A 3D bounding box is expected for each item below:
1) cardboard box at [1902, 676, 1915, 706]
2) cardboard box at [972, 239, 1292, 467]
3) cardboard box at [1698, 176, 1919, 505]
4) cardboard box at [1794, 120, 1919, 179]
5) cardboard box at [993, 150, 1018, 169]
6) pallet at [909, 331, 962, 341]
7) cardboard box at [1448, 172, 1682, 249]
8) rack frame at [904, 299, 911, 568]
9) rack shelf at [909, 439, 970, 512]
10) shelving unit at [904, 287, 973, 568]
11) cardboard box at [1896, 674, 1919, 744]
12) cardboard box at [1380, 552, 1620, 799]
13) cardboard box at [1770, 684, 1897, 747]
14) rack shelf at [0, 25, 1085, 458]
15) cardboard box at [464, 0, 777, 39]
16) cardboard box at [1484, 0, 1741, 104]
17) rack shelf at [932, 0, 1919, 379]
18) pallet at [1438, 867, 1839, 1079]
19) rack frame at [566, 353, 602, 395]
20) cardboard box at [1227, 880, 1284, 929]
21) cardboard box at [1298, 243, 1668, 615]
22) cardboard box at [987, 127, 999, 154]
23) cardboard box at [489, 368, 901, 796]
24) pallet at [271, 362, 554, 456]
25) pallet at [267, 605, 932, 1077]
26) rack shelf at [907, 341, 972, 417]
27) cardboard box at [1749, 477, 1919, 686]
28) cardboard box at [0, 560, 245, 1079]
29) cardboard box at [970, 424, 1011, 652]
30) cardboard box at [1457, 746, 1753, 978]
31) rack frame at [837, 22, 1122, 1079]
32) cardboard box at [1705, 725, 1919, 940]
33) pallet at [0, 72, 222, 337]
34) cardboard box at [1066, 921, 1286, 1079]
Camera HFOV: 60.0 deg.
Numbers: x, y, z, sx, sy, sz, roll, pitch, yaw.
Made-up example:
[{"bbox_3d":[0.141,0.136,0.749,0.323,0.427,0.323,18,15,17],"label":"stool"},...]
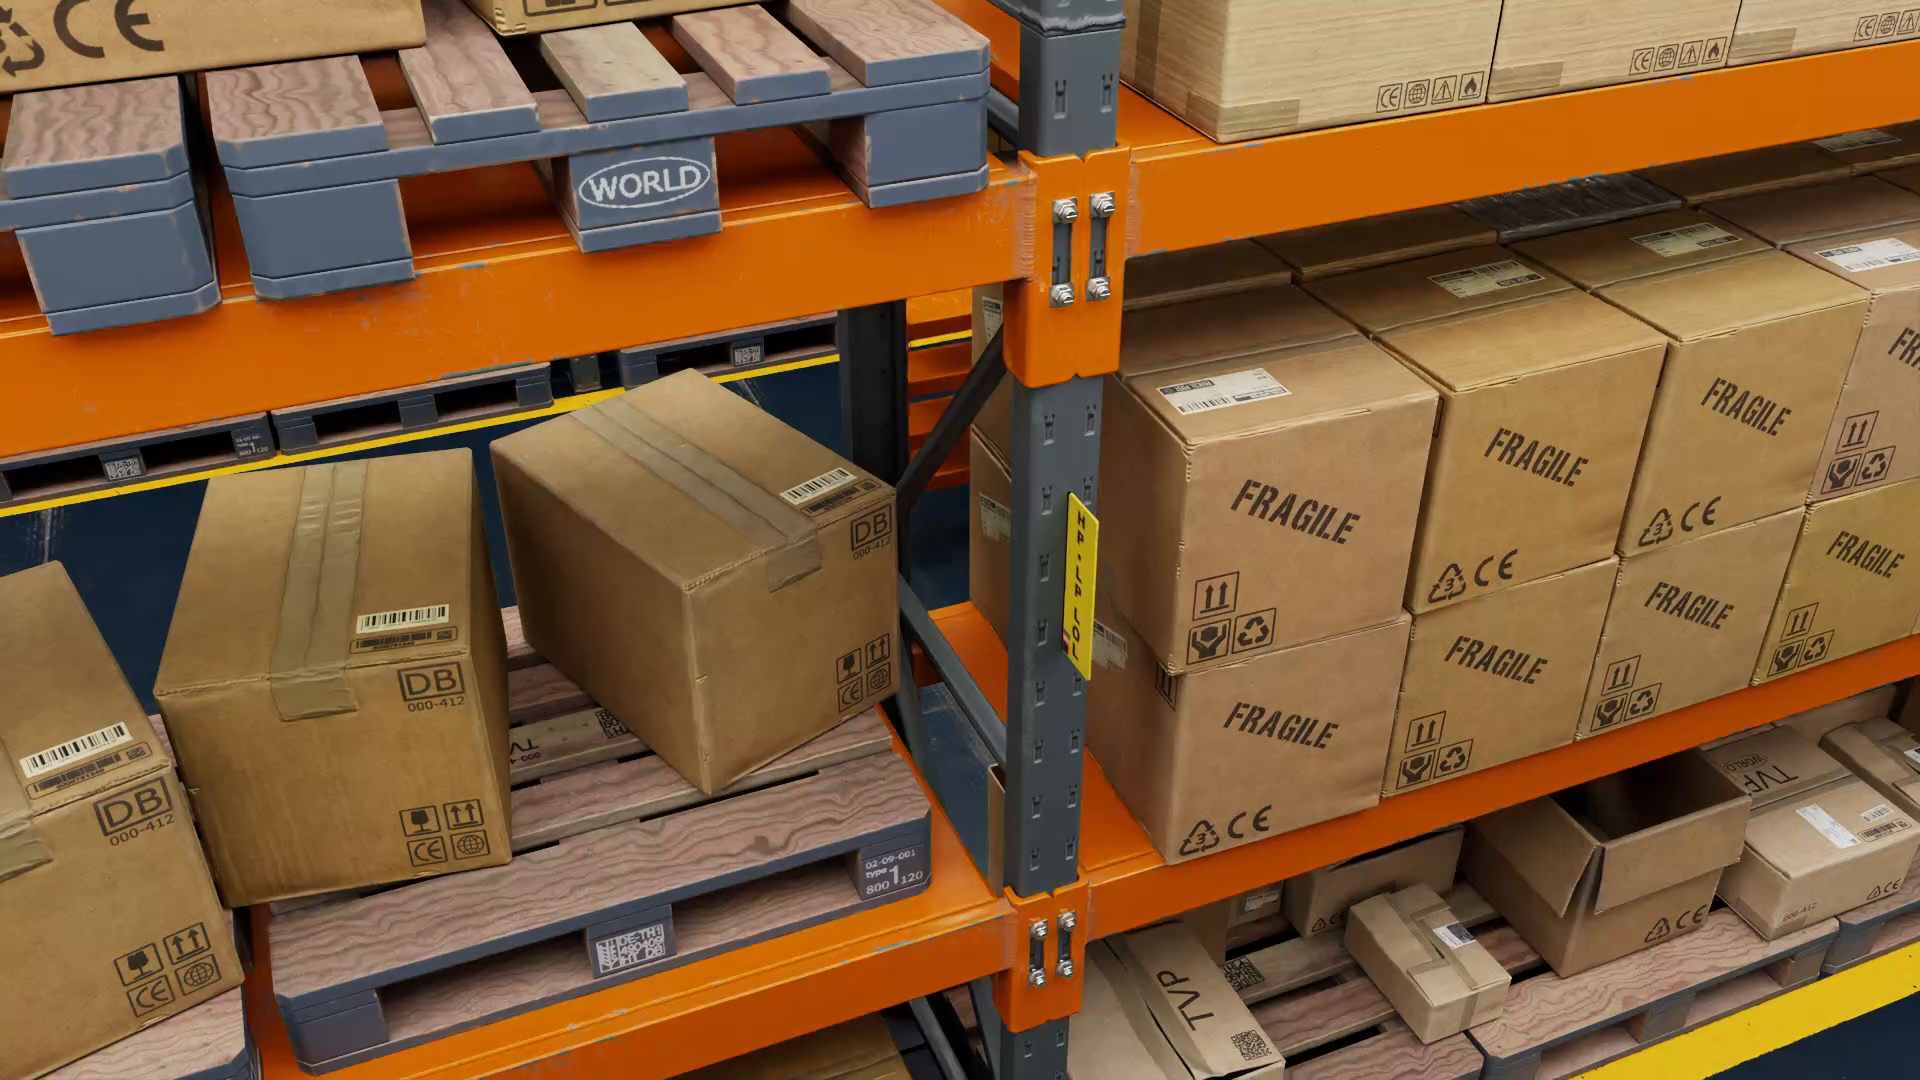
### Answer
[{"bbox_3d":[3.153,0.371,5.640,0.250,0.149,0.380,-13,35,-19],"label":"cardboard box"},{"bbox_3d":[0.351,-0.409,3.619,0.500,0.500,0.500,-13,35,-19],"label":"cardboard box"},{"bbox_3d":[1.953,-0.457,3.693,0.500,0.500,0.500,-12,35,-17],"label":"cardboard box"},{"bbox_3d":[2.219,-0.838,4.279,0.500,0.500,0.500,-12,35,-18],"label":"cardboard box"},{"bbox_3d":[0.220,-1.764,8.617,0.500,0.500,0.700,-14,36,-20],"label":"cardboard box"},{"bbox_3d":[-0.079,-1.413,8.728,1.213,0.211,1.003,-13,35,-19],"label":"pallet"},{"bbox_3d":[1.287,-0.625,3.951,0.500,0.500,0.500,-13,35,-19],"label":"cardboard box"},{"bbox_3d":[-0.244,-0.453,6.346,0.015,1.200,0.240,-12,35,-18],"label":"rack frame"},{"bbox_3d":[-0.017,-0.279,6.567,0.480,0.148,0.258,-12,35,-18],"label":"rack shelf"},{"bbox_3d":[-0.017,-0.502,6.422,0.503,1.200,0.258,-12,35,-18],"label":"shelving unit"},{"bbox_3d":[3.267,0.547,5.048,0.500,0.500,0.500,-13,35,-19],"label":"cardboard box"},{"bbox_3d":[1.031,0.167,3.651,0.500,0.500,0.500,-12,35,-18],"label":"cardboard box"},{"bbox_3d":[2.600,0.490,5.364,0.500,0.250,0.500,-13,35,-19],"label":"cardboard box"},{"bbox_3d":[-1.860,-0.244,2.284,4.000,0.370,1.077,-13,35,-19],"label":"rack shelf"},{"bbox_3d":[-0.508,-1.159,2.462,0.600,0.600,0.600,-16,36,-23],"label":"cardboard box"},{"bbox_3d":[0.991,-0.987,2.904,0.500,0.250,0.500,-13,35,-19],"label":"cardboard box"},{"bbox_3d":[1.829,-1.089,3.582,4.000,0.370,1.077,-13,35,-19],"label":"rack shelf"},{"bbox_3d":[1.745,1.054,4.937,1.213,0.211,1.003,-13,35,-19],"label":"pallet"},{"bbox_3d":[-1.937,-2.201,7.382,0.127,3.000,1.000,-13,35,-19],"label":"rack frame"},{"bbox_3d":[0.723,0.927,4.785,0.250,0.149,0.380,-13,35,-19],"label":"cardboard box"},{"bbox_3d":[1.003,-0.239,3.359,0.500,0.500,0.500,-14,36,-20],"label":"cardboard box"},{"bbox_3d":[0.014,-2.106,8.549,0.250,0.149,0.380,-13,35,-18],"label":"cardboard box"},{"bbox_3d":[-0.539,0.059,3.433,0.500,0.500,0.700,-26,41,-34],"label":"cardboard box"},{"bbox_3d":[-2.619,-0.831,7.834,1.213,0.211,1.003,-13,35,-19],"label":"pallet"},{"bbox_3d":[-0.795,0.483,3.433,1.213,0.211,1.003,-13,35,-19],"label":"pallet"},{"bbox_3d":[-0.017,-0.633,6.336,0.480,0.148,0.258,-12,35,-18],"label":"rack shelf"},{"bbox_3d":[1.961,-0.046,3.978,0.500,0.500,0.500,-13,35,-20],"label":"cardboard box"},{"bbox_3d":[-1.621,0.475,2.792,0.500,0.500,0.700,-23,39,-31],"label":"cardboard box"},{"bbox_3d":[0.346,0.013,3.888,0.500,0.500,0.500,-12,35,-18],"label":"cardboard box"},{"bbox_3d":[1.715,0.752,4.730,0.637,0.503,0.797,-13,35,-19],"label":"cardboard box"},{"bbox_3d":[-0.015,0.289,3.555,0.127,3.000,1.000,-13,35,-19],"label":"rack frame"},{"bbox_3d":[2.379,0.837,4.831,0.500,0.250,0.500,-13,35,-19],"label":"cardboard box"},{"bbox_3d":[-1.599,-0.566,2.292,1.003,0.211,1.213,-13,35,-19],"label":"pallet"},{"bbox_3d":[0.455,1.252,4.138,0.500,0.311,0.500,-13,35,-19],"label":"cardboard box"}]
